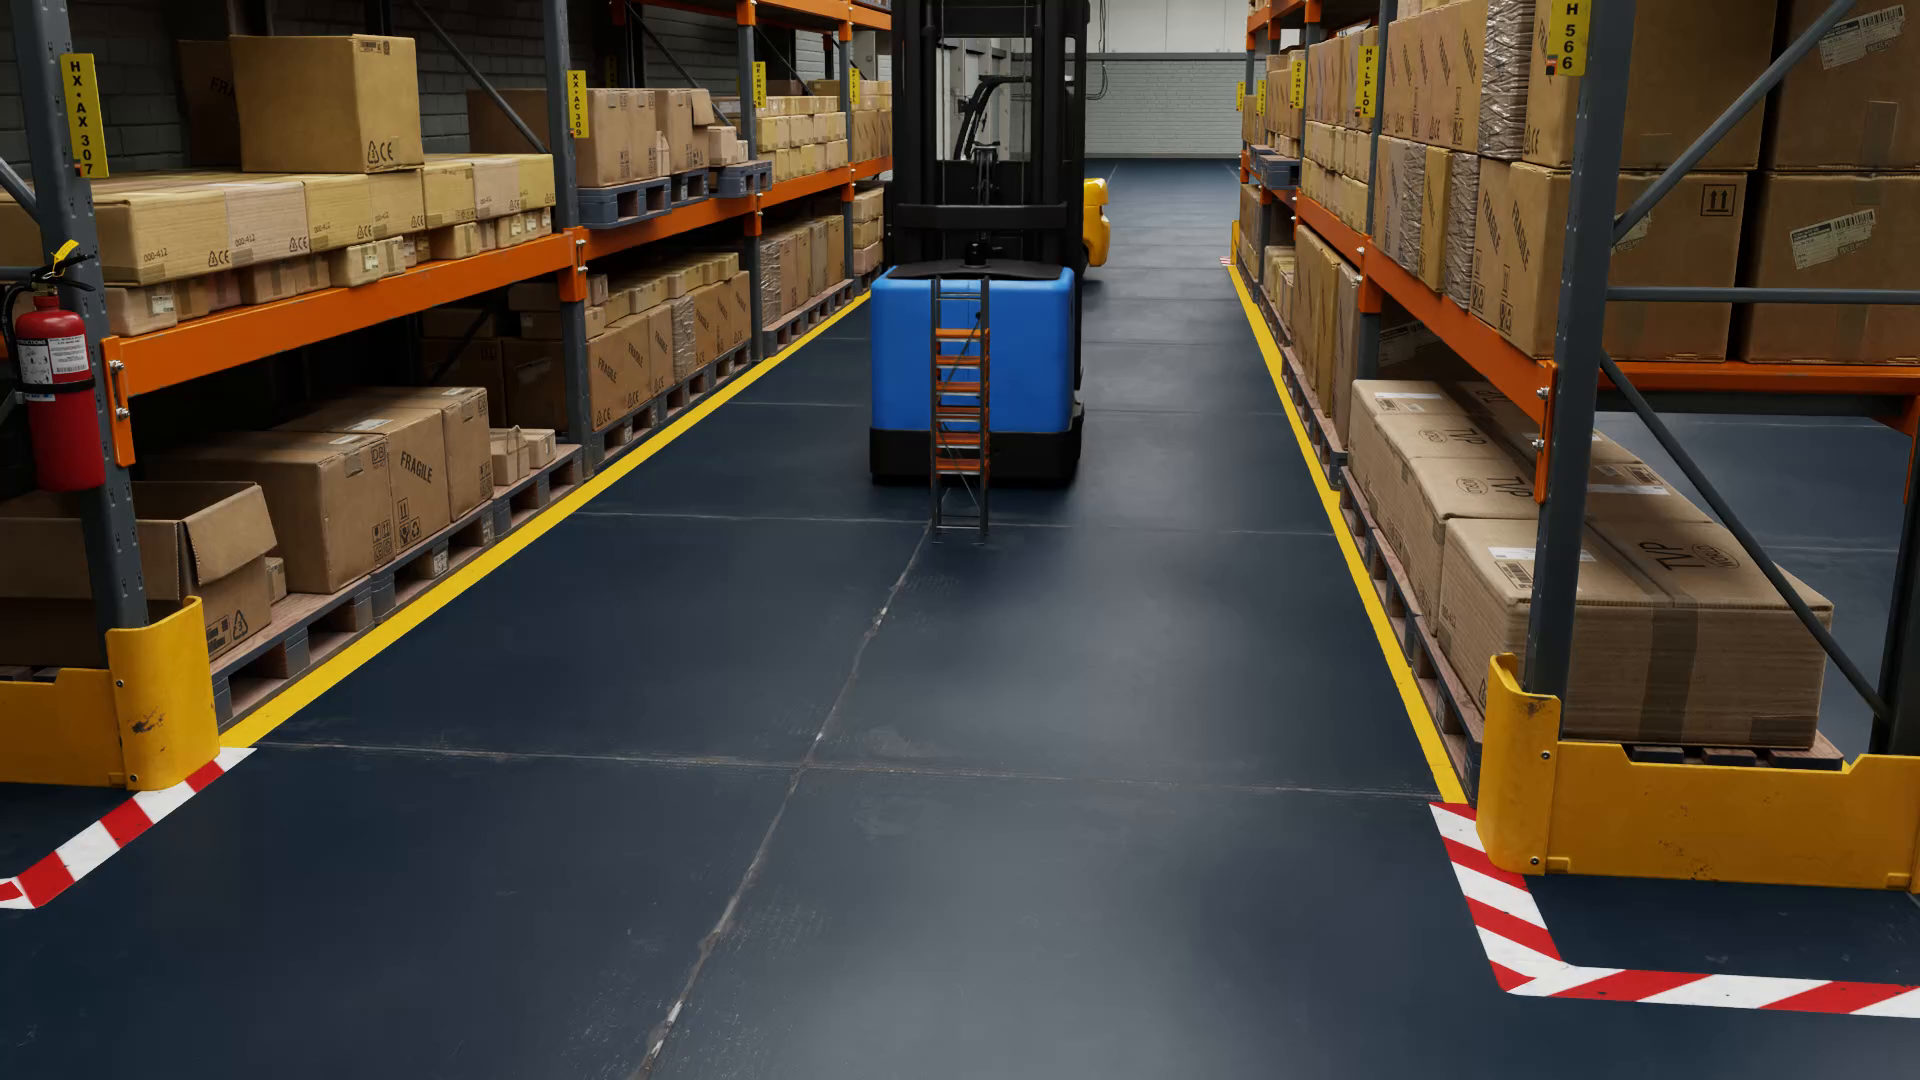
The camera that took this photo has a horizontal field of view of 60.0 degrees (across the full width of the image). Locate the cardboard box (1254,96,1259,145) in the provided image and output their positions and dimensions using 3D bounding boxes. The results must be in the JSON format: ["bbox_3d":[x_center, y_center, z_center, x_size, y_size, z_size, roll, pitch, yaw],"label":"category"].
[{"bbox_3d":[3.283,-4.295,17.039,0.500,0.500,0.500,2,15,8],"label":"cardboard box"}]

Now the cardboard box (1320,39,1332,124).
[{"bbox_3d":[2.505,-2.822,10.247,0.500,0.500,0.500,2,15,8],"label":"cardboard box"}]

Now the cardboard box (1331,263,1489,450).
[{"bbox_3d":[2.462,-0.978,8.797,0.875,0.875,0.875,2,15,8],"label":"cardboard box"}]

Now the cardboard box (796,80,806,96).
[{"bbox_3d":[-1.752,-4.518,16.620,0.380,0.149,0.250,1,15,5],"label":"cardboard box"}]

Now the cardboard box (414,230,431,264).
[{"bbox_3d":[-2.456,-1.237,6.972,0.380,0.149,0.250,2,15,7],"label":"cardboard box"}]

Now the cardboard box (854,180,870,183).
[{"bbox_3d":[-1.349,-4.134,19.752,0.500,0.250,0.500,1,15,5],"label":"cardboard box"}]

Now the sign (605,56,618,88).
[{"bbox_3d":[-2.561,-3.395,12.251,0.100,0.325,0.005,2,15,6],"label":"sign"}]

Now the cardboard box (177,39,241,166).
[{"bbox_3d":[-2.893,-1.838,6.992,0.500,0.500,0.500,1,15,5],"label":"cardboard box"}]

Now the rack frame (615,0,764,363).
[{"bbox_3d":[-2.009,-2.820,12.345,1.000,3.000,0.127,2,15,6],"label":"rack frame"}]

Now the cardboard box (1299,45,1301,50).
[{"bbox_3d":[3.803,-4.756,16.827,0.700,0.500,0.500,1,15,5],"label":"cardboard box"}]

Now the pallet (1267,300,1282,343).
[{"bbox_3d":[3.153,-1.847,14.088,1.003,0.211,1.213,2,15,6],"label":"pallet"}]

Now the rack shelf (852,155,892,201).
[{"bbox_3d":[-1.332,-4.029,18.194,1.077,0.370,4.000,2,15,6],"label":"rack shelf"}]

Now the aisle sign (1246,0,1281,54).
[{"bbox_3d":[3.525,-6.030,19.235,0.394,0.787,0.004,2,15,6],"label":"aisle sign"}]

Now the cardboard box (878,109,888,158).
[{"bbox_3d":[-1.072,-4.410,18.033,0.500,0.500,0.500,2,15,7],"label":"cardboard box"}]

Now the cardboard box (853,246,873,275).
[{"bbox_3d":[-1.174,-2.849,16.914,0.500,0.250,0.500,2,15,7],"label":"cardboard box"}]

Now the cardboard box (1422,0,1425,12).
[{"bbox_3d":[2.090,-2.210,6.739,0.380,0.149,0.250,2,15,6],"label":"cardboard box"}]

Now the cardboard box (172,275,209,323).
[{"bbox_3d":[-2.619,-0.769,5.239,0.380,0.149,0.250,2,15,8],"label":"cardboard box"}]

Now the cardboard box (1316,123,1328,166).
[{"bbox_3d":[2.493,-2.457,10.331,0.500,0.250,0.500,2,15,6],"label":"cardboard box"}]

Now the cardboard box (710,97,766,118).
[{"bbox_3d":[-1.681,-3.256,12.521,0.380,0.149,0.250,2,15,8],"label":"cardboard box"}]

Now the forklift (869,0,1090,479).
[{"bbox_3d":[0.184,-2.064,9.681,1.130,2.935,3.031,1,15,5],"label":"forklift"}]

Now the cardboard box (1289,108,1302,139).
[{"bbox_3d":[2.698,-3.196,12.168,0.500,0.500,0.500,1,15,5],"label":"cardboard box"}]

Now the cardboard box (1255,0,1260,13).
[{"bbox_3d":[3.324,-5.665,17.600,0.380,0.149,0.250,2,15,7],"label":"cardboard box"}]

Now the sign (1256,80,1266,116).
[{"bbox_3d":[2.835,-4.144,15.583,0.100,0.325,0.005,2,15,6],"label":"sign"}]

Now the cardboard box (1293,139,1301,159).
[{"bbox_3d":[2.685,-2.920,12.391,0.380,0.149,0.250,2,15,7],"label":"cardboard box"}]

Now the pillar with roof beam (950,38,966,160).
[{"bbox_3d":[4.228,-12.179,35.462,9.100,9.000,0.400,2,15,6],"label":"pillar with roof beam"}]

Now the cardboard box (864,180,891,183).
[{"bbox_3d":[-0.848,-4.124,19.716,0.500,0.250,0.500,2,15,8],"label":"cardboard box"}]

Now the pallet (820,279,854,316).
[{"bbox_3d":[-1.602,-2.319,15.835,1.003,0.211,1.213,2,15,6],"label":"pallet"}]

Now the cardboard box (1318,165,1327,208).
[{"bbox_3d":[2.513,-2.213,10.389,0.500,0.250,0.500,2,15,8],"label":"cardboard box"}]

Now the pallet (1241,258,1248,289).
[{"bbox_3d":[3.550,-2.859,17.830,1.003,0.211,1.213,2,15,6],"label":"pallet"}]

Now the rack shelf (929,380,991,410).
[{"bbox_3d":[0.002,-0.656,7.500,0.258,0.103,0.180,2,15,6],"label":"rack shelf"}]

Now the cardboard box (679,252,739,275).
[{"bbox_3d":[-1.813,-1.994,12.031,0.380,0.149,0.250,1,15,4],"label":"cardboard box"}]

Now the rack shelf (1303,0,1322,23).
[{"bbox_3d":[2.698,-3.257,9.592,1.077,0.370,4.000,2,15,6],"label":"rack shelf"}]

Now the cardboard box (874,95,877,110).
[{"bbox_3d":[-1.087,-4.625,17.586,0.380,0.149,0.250,1,15,4],"label":"cardboard box"}]

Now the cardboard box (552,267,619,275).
[{"bbox_3d":[-2.487,-1.731,11.060,0.380,0.149,0.250,1,15,5],"label":"cardboard box"}]

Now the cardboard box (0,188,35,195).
[{"bbox_3d":[-3.124,-0.944,5.123,0.500,0.250,0.500,2,15,8],"label":"cardboard box"}]

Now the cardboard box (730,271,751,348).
[{"bbox_3d":[-1.843,-1.700,12.188,0.500,0.500,0.500,2,15,8],"label":"cardboard box"}]

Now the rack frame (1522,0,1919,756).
[{"bbox_3d":[2.021,-0.600,4.135,1.000,3.000,0.127,2,15,6],"label":"rack frame"}]

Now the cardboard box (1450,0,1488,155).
[{"bbox_3d":[1.927,-1.528,5.458,0.500,0.500,0.500,2,15,6],"label":"cardboard box"}]

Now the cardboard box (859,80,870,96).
[{"bbox_3d":[-1.136,-4.637,17.061,0.380,0.149,0.250,2,15,8],"label":"cardboard box"}]

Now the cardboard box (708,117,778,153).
[{"bbox_3d":[-1.692,-3.096,12.696,0.500,0.250,0.500,2,15,6],"label":"cardboard box"}]

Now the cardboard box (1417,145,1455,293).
[{"bbox_3d":[1.977,-1.179,6.084,0.500,0.500,0.500,2,15,8],"label":"cardboard box"}]

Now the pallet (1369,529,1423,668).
[{"bbox_3d":[2.173,0.221,6.441,1.003,0.211,1.213,2,15,6],"label":"pallet"}]

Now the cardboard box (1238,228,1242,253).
[{"bbox_3d":[3.460,-3.424,19.042,0.500,0.250,0.500,2,15,6],"label":"cardboard box"}]

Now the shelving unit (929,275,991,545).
[{"bbox_3d":[0.002,-0.583,7.519,0.258,1.200,0.189,2,15,6],"label":"shelving unit"}]

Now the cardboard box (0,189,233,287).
[{"bbox_3d":[-2.593,-0.926,5.058,0.500,0.250,0.500,2,15,7],"label":"cardboard box"}]

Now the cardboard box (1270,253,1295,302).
[{"bbox_3d":[3.240,-2.324,14.740,0.950,0.372,0.625,3,15,10],"label":"cardboard box"}]

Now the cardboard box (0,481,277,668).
[{"bbox_3d":[-2.749,0.101,5.519,0.797,0.503,0.637,1,15,4],"label":"cardboard box"}]

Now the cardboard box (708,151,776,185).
[{"bbox_3d":[-1.716,-2.856,12.764,0.500,0.250,0.500,2,15,6],"label":"cardboard box"}]

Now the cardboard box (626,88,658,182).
[{"bbox_3d":[-2.125,-2.287,9.377,0.700,0.500,0.500,2,15,7],"label":"cardboard box"}]

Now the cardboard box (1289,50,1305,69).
[{"bbox_3d":[2.828,-3.815,13.217,0.380,0.149,0.250,1,15,4],"label":"cardboard box"}]

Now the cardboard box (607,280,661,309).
[{"bbox_3d":[-2.071,-1.518,10.270,0.380,0.149,0.250,2,15,8],"label":"cardboard box"}]
